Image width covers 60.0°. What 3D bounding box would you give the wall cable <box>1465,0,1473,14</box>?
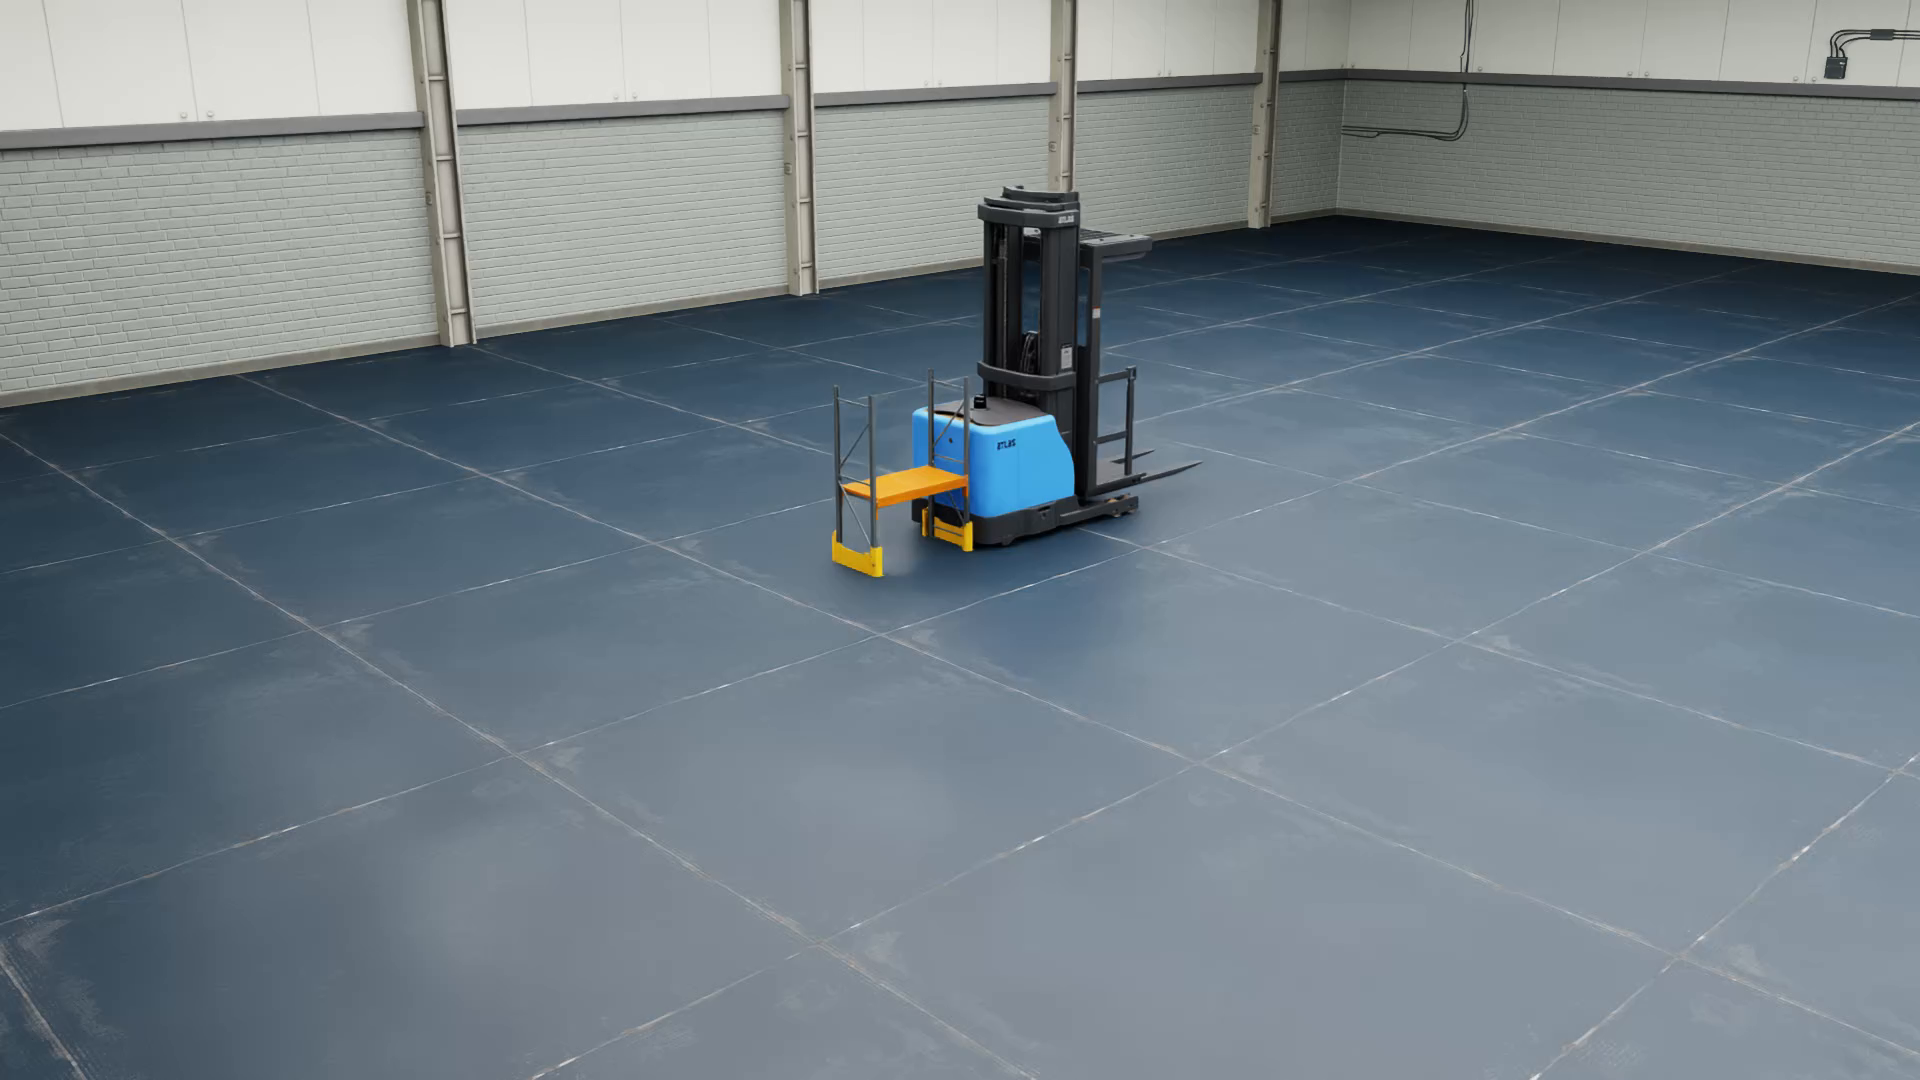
[{"bbox_3d":[11.112,-11.433,32.004,0.112,2.526,3.097,-16,24,-41],"label":"wall cable"}]

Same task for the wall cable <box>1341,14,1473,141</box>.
[{"bbox_3d":[9.254,-9.637,34.652,0.112,2.526,3.097,-16,24,-41],"label":"wall cable"}]

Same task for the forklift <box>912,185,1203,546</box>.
[{"bbox_3d":[1.004,-1.705,14.992,3.031,2.935,1.130,-16,24,-40],"label":"forklift"}]

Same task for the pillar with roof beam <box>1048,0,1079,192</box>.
[{"bbox_3d":[4.803,-8.550,26.265,0.400,9.000,9.100,-16,24,-41],"label":"pillar with roof beam"}]

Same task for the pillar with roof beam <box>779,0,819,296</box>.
[{"bbox_3d":[0.443,-7.279,22.344,0.400,9.000,9.100,-16,24,-41],"label":"pillar with roof beam"}]

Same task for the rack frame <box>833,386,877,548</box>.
[{"bbox_3d":[-0.851,-0.479,13.531,0.032,1.500,0.500,-16,24,-40],"label":"rack frame"}]

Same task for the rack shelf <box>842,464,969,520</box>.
[{"bbox_3d":[-0.473,-0.413,13.910,1.000,0.185,0.538,-16,24,-40],"label":"rack shelf"}]

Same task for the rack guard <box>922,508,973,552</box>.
[{"bbox_3d":[-0.110,-0.090,14.358,0.087,0.250,0.587,-16,24,-40],"label":"rack guard"}]

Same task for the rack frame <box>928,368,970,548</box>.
[{"bbox_3d":[-0.095,-0.689,14.178,0.032,1.500,0.500,-16,24,-40],"label":"rack frame"}]

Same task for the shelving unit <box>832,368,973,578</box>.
[{"bbox_3d":[-0.480,-0.582,13.848,1.083,1.500,0.587,-16,24,-40],"label":"shelving unit"}]

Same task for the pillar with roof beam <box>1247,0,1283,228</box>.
[{"bbox_3d":[9.162,-9.822,30.187,0.400,9.000,9.100,-16,24,-41],"label":"pillar with roof beam"}]

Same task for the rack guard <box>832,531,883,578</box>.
[{"bbox_3d":[-0.850,0.115,13.724,0.087,0.250,0.587,-16,24,-40],"label":"rack guard"}]

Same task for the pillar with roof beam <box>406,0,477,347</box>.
[{"bbox_3d":[-3.917,-6.007,18.423,0.400,9.000,9.100,-16,24,-41],"label":"pillar with roof beam"}]

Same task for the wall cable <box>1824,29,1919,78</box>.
[{"bbox_3d":[15.765,-10.601,27.077,0.169,6.003,2.305,-16,24,-41],"label":"wall cable"}]
